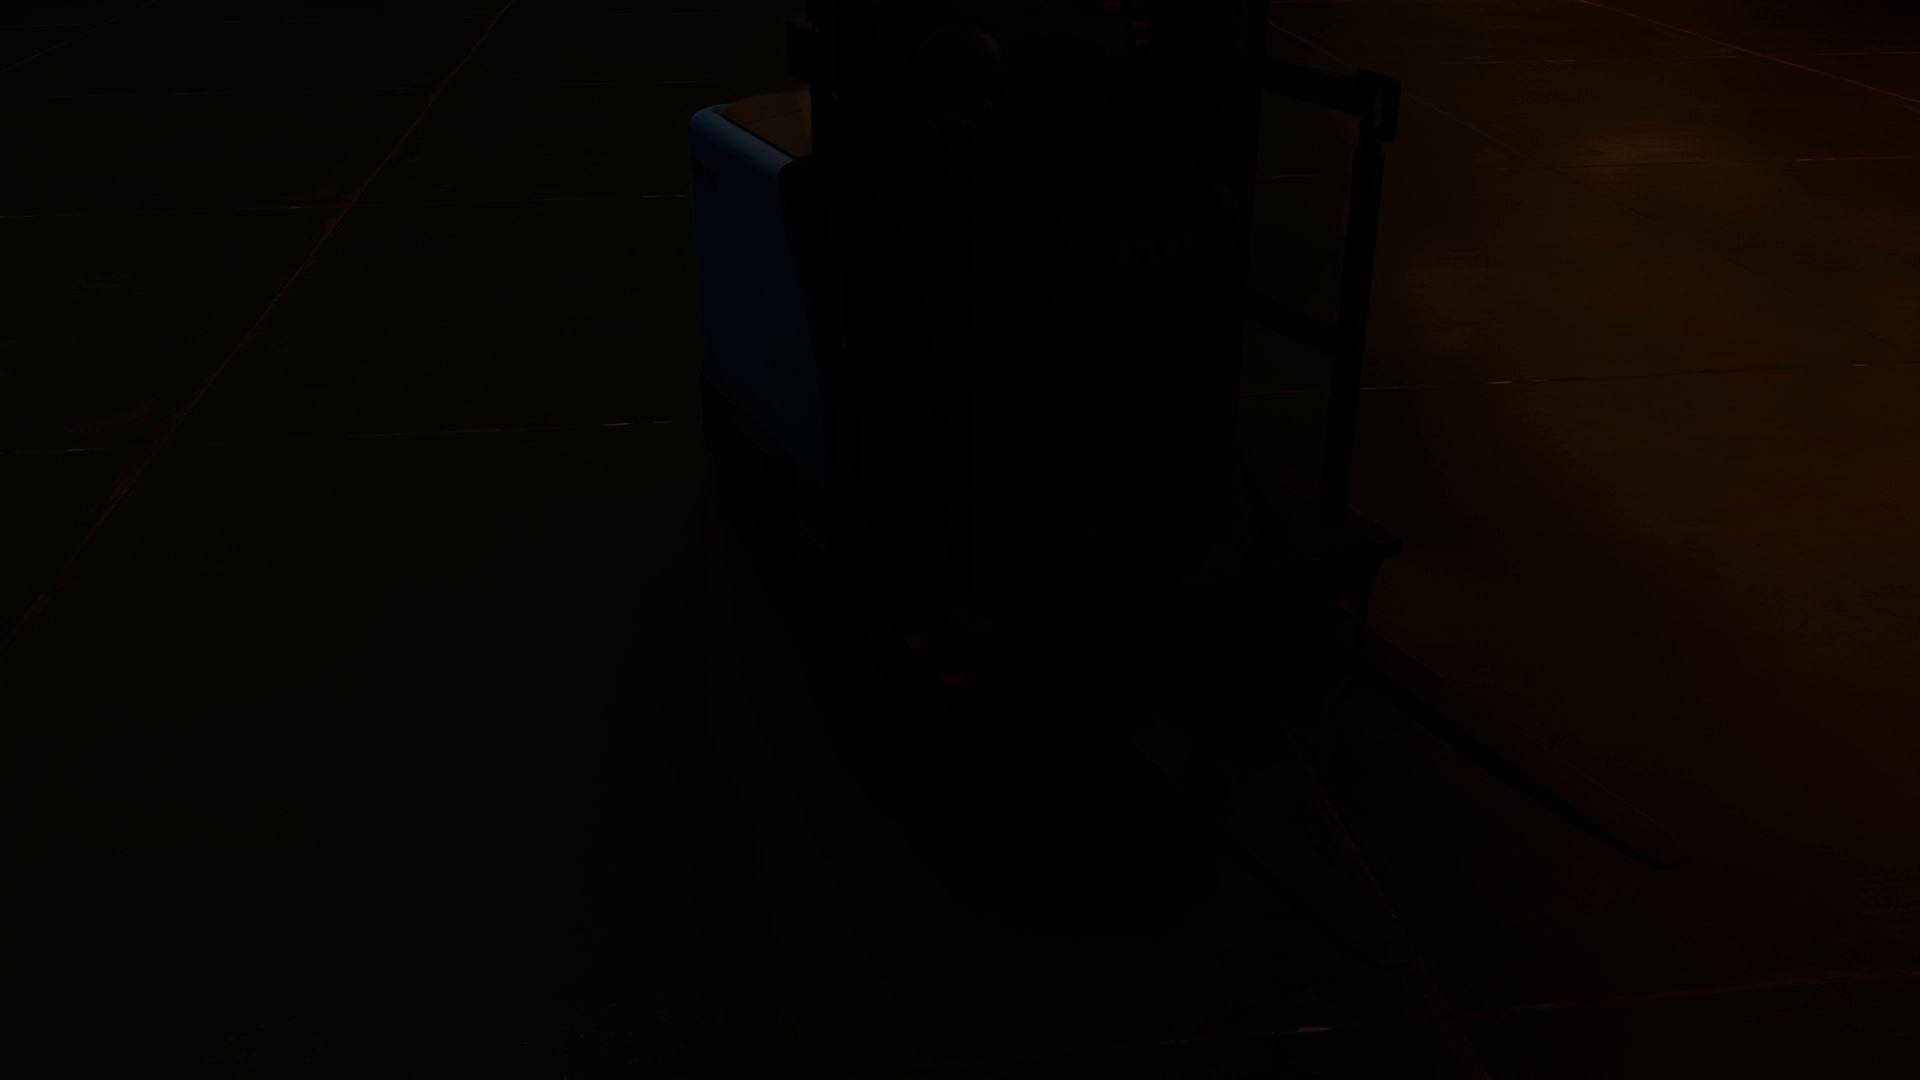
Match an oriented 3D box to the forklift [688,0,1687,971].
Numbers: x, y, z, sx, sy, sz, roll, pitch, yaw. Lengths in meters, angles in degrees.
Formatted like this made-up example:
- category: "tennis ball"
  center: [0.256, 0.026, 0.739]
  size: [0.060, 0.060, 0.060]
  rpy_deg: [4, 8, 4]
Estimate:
- category: "forklift"
  center: [0.322, -1.085, 3.482]
  size: [1.130, 2.935, 3.031]
  rpy_deg: [-12, 28, -23]
